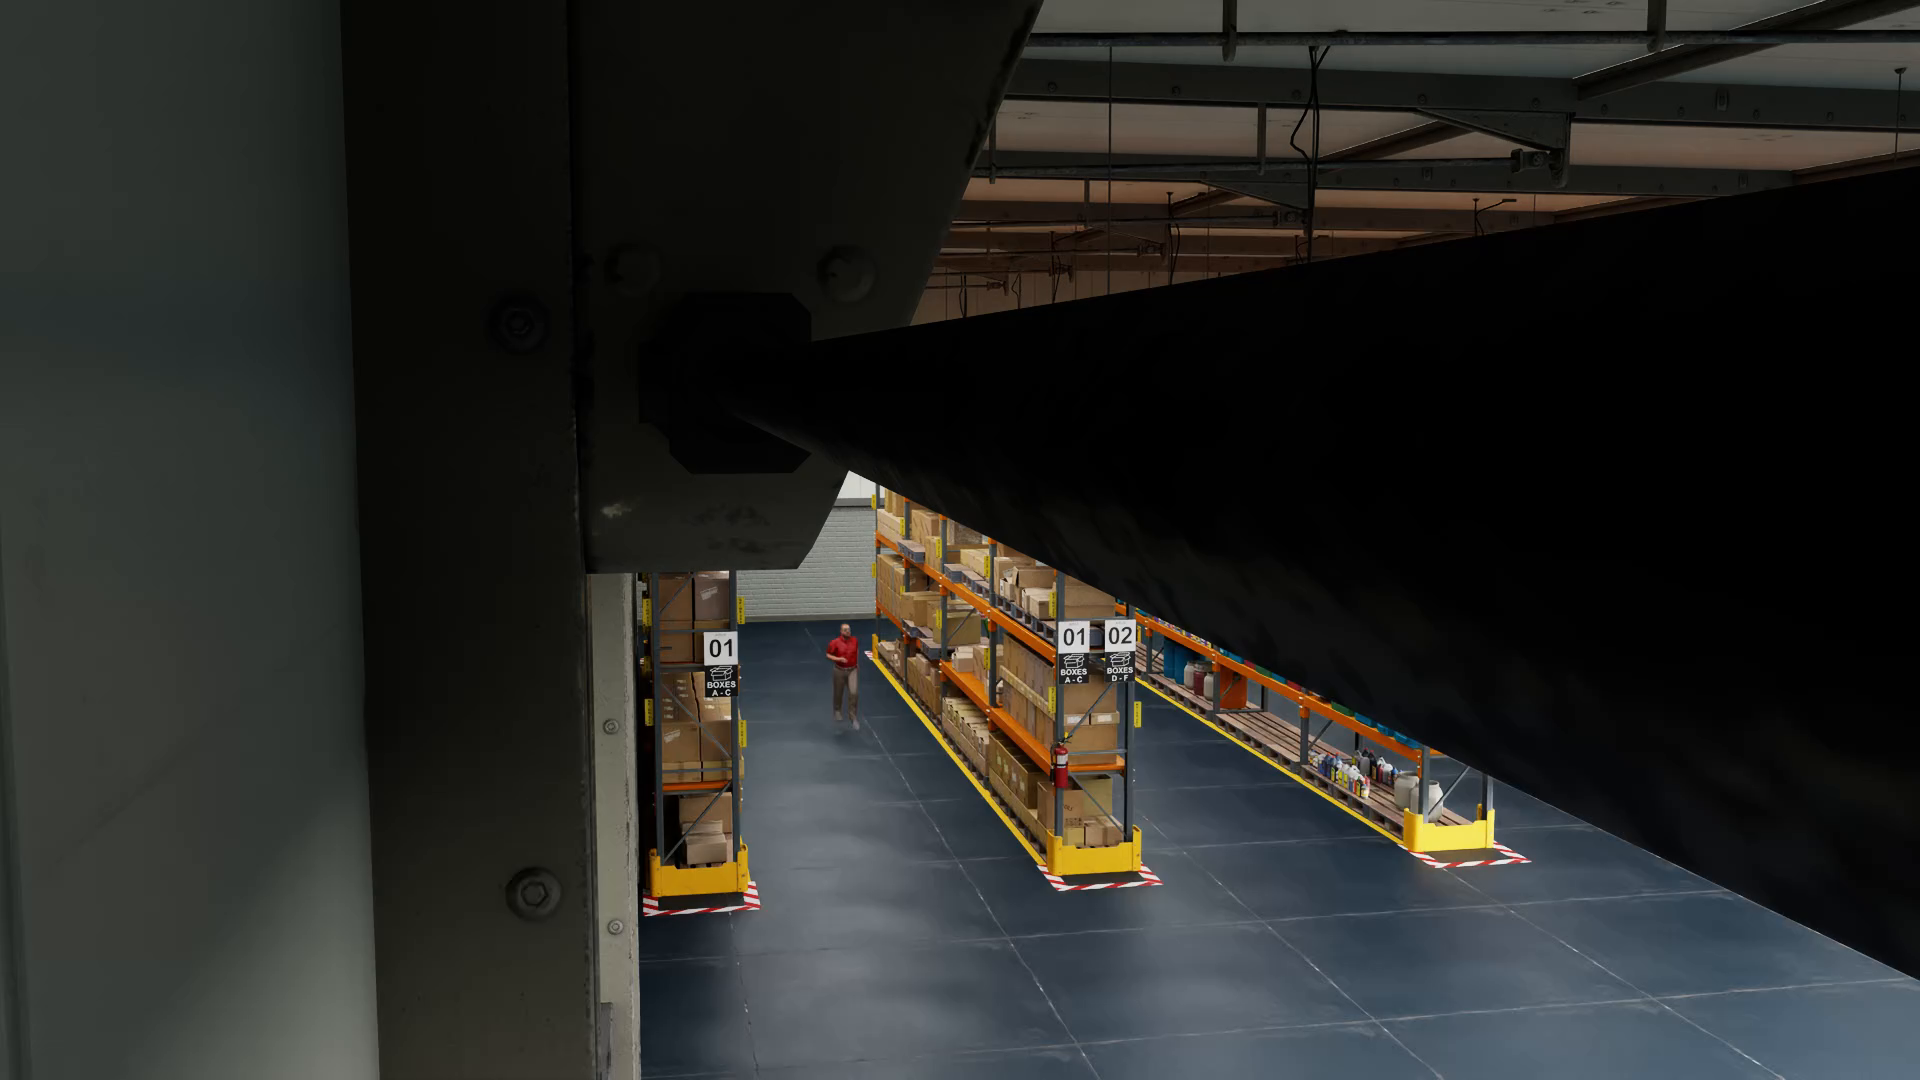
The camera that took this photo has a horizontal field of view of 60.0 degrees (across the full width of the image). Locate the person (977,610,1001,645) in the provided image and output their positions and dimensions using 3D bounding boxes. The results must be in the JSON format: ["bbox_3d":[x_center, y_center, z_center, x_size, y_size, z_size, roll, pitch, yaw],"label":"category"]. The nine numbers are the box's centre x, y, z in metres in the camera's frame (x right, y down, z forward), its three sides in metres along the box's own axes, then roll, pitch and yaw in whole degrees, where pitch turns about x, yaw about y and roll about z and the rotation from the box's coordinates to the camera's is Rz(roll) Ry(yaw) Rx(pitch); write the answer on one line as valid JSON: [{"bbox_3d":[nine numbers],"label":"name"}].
[{"bbox_3d":[0.605,1.723,36.315,0.664,1.787,0.859,-4,7,-33],"label":"person"}]

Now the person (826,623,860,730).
[{"bbox_3d":[-1.988,2.315,28.507,0.642,1.791,0.797,-2,6,-19],"label":"person"}]
